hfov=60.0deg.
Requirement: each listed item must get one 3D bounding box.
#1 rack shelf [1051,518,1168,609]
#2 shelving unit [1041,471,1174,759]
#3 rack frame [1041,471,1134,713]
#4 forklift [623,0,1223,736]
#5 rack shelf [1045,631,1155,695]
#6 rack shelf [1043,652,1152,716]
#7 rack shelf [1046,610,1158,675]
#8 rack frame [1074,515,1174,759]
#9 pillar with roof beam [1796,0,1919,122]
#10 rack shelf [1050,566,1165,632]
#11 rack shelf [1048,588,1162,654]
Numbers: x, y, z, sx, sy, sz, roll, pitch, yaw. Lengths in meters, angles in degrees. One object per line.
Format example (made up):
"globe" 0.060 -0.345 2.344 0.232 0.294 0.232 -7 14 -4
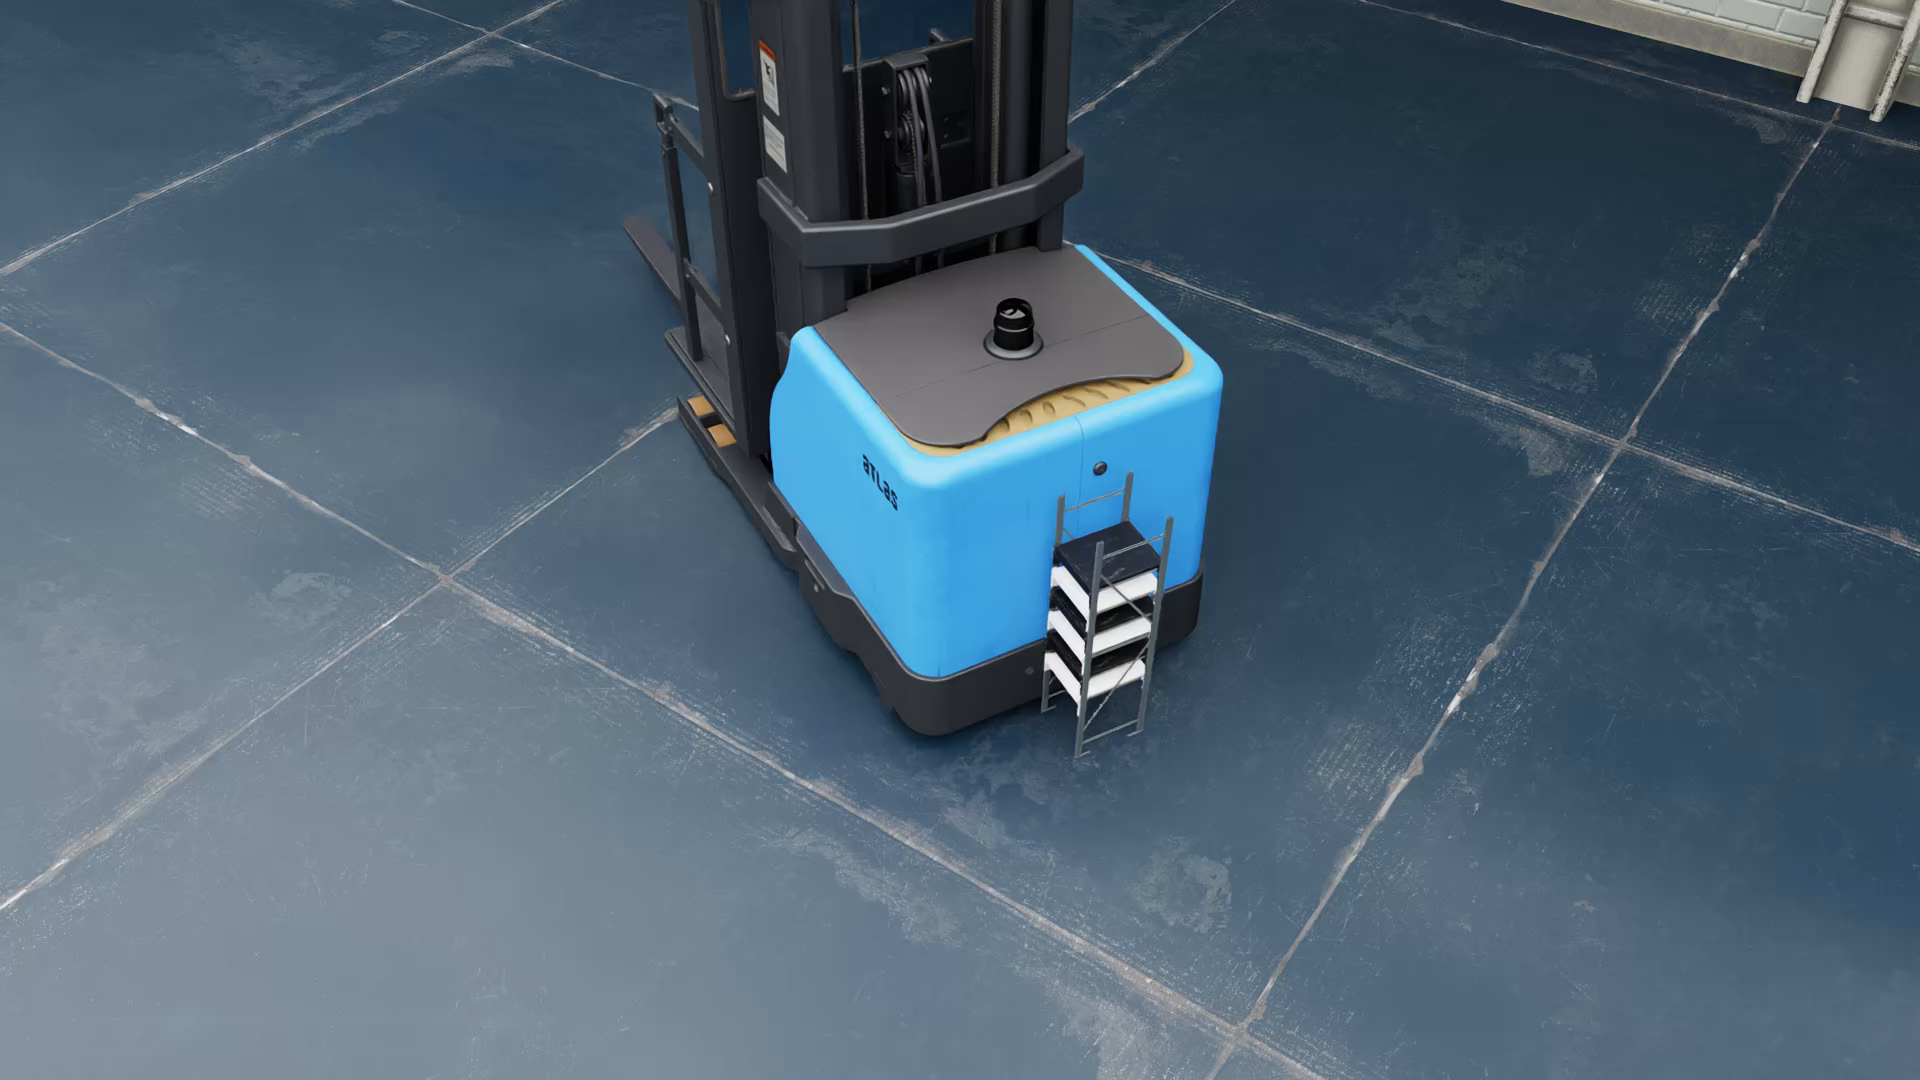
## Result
"rack shelf" 0.417 0.063 4.644 0.258 0.077 0.200 -19 48 -20
"shelving unit" 0.413 0.234 4.808 0.258 0.900 0.210 -19 48 -20
"rack frame" 0.365 0.171 4.872 0.240 0.900 0.006 -19 48 -20
"forklift" -0.382 -1.480 5.206 1.130 2.935 3.031 -20 46 -21
"rack shelf" 0.410 0.323 4.893 0.258 0.077 0.200 -19 48 -20
"rack shelf" 0.409 0.388 4.955 0.258 0.077 0.200 -19 48 -20
"rack shelf" 0.412 0.258 4.831 0.258 0.077 0.200 -19 48 -20
"rack frame" 0.460 0.297 4.743 0.240 0.900 0.006 -19 48 -20
"pillar with roof beam" 1.881 -3.171 2.546 0.400 9.000 9.100 25 48 25
"rack shelf" 0.415 0.128 4.706 0.258 0.077 0.200 -19 48 -20
"rack shelf" 0.414 0.193 4.768 0.258 0.077 0.200 -19 48 -20
